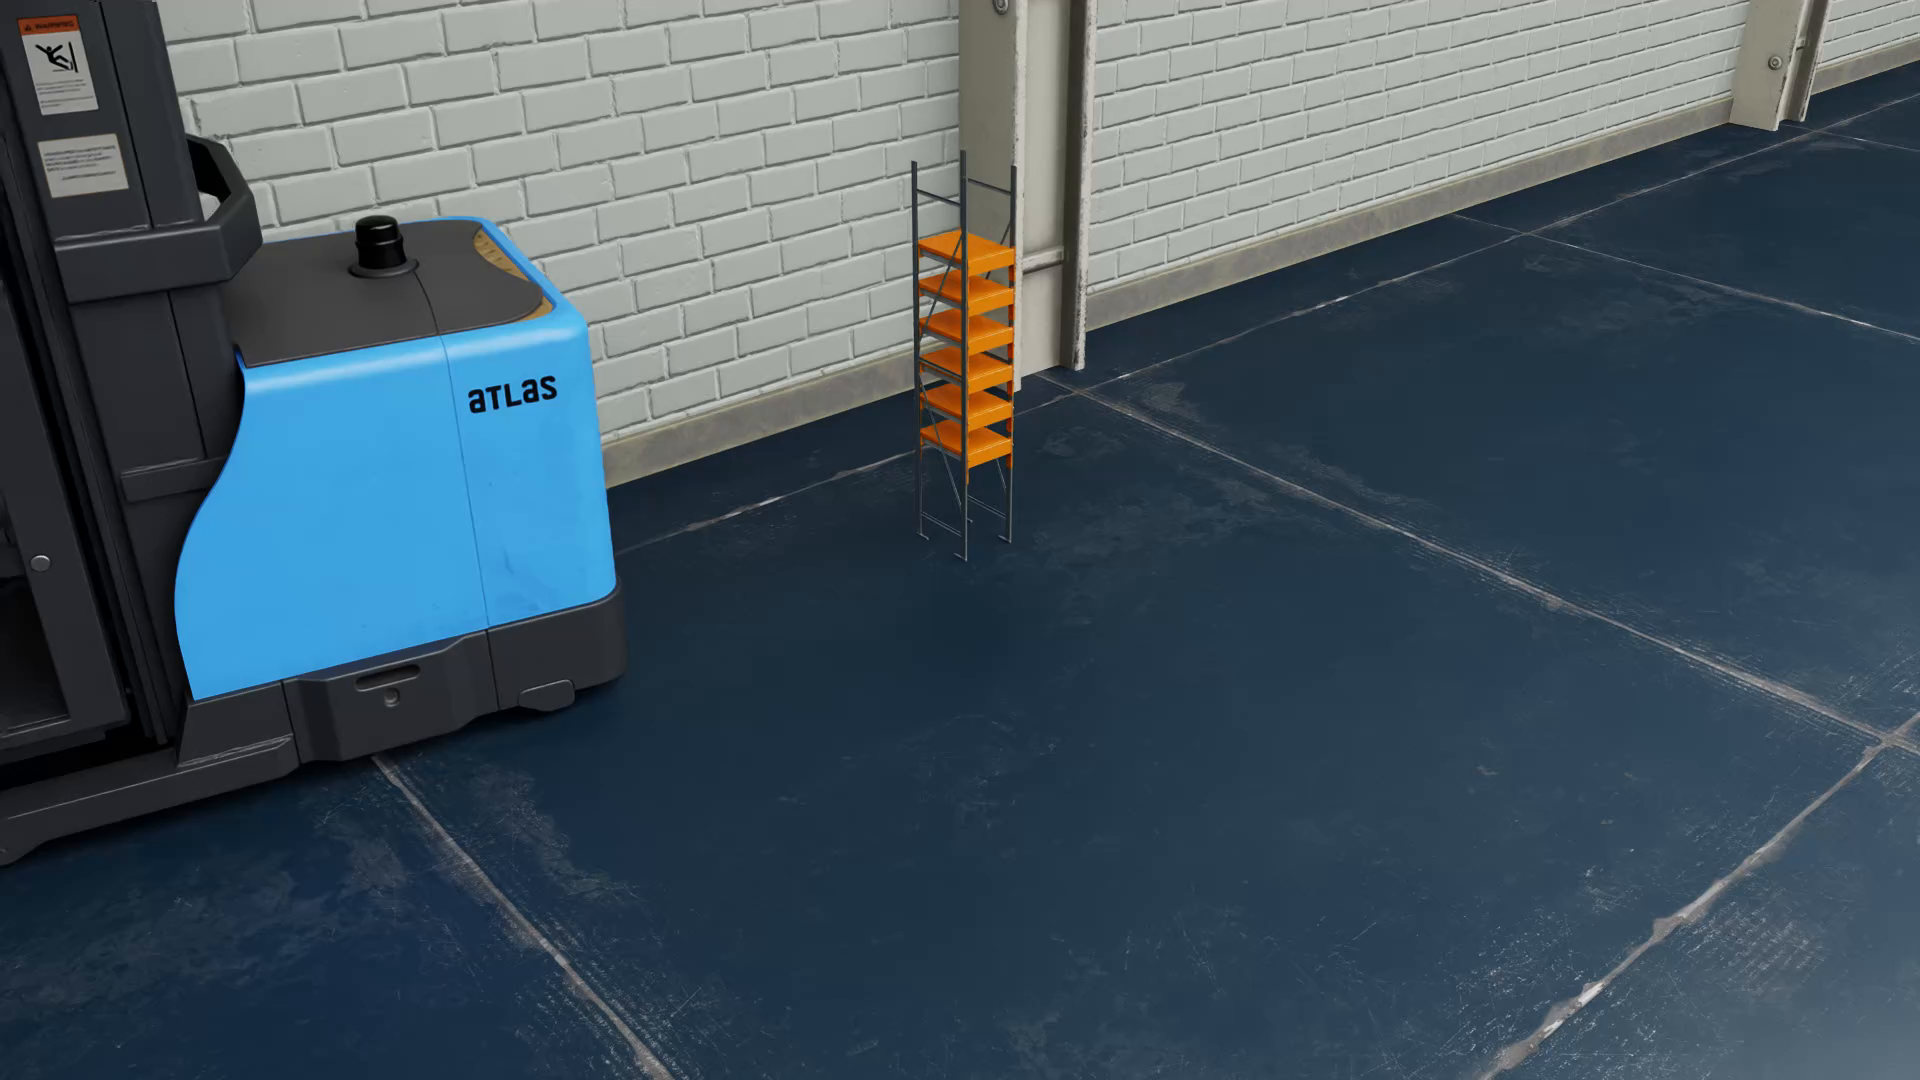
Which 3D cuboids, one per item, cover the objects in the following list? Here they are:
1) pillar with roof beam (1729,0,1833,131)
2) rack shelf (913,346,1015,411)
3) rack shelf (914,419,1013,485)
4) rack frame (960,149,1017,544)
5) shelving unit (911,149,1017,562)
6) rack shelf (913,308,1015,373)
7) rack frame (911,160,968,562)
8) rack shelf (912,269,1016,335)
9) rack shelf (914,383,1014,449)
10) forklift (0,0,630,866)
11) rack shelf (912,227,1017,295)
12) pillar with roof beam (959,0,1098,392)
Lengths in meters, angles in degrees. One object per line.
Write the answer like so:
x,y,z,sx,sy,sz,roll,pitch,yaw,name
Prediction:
7.600,-4.932,4.931,0.400,9.000,9.100,-22,35,-35,pillar with roof beam
0.011,-0.494,4.996,0.180,0.103,0.258,-22,35,-35,rack shelf
0.011,-0.283,5.110,0.180,0.103,0.258,-22,35,-35,rack shelf
0.081,-0.562,5.028,0.006,1.200,0.240,-22,35,-35,rack frame
0.011,-0.534,4.975,0.189,1.200,0.258,-22,35,-35,shelving unit
0.011,-0.600,4.940,0.180,0.103,0.258,-22,35,-35,rack shelf
-0.059,-0.506,4.923,0.006,1.200,0.240,-22,35,-35,rack frame
0.011,-0.706,4.883,0.180,0.103,0.258,-22,35,-35,rack shelf
0.011,-0.389,5.053,0.180,0.103,0.258,-22,35,-35,rack shelf
-2.432,-0.752,3.547,3.031,2.935,1.130,-14,31,-25,forklift
0.011,-0.812,4.827,0.180,0.103,0.258,-22,35,-35,rack shelf
3.036,-3.097,1.497,0.400,9.000,9.100,-22,35,-35,pillar with roof beam
